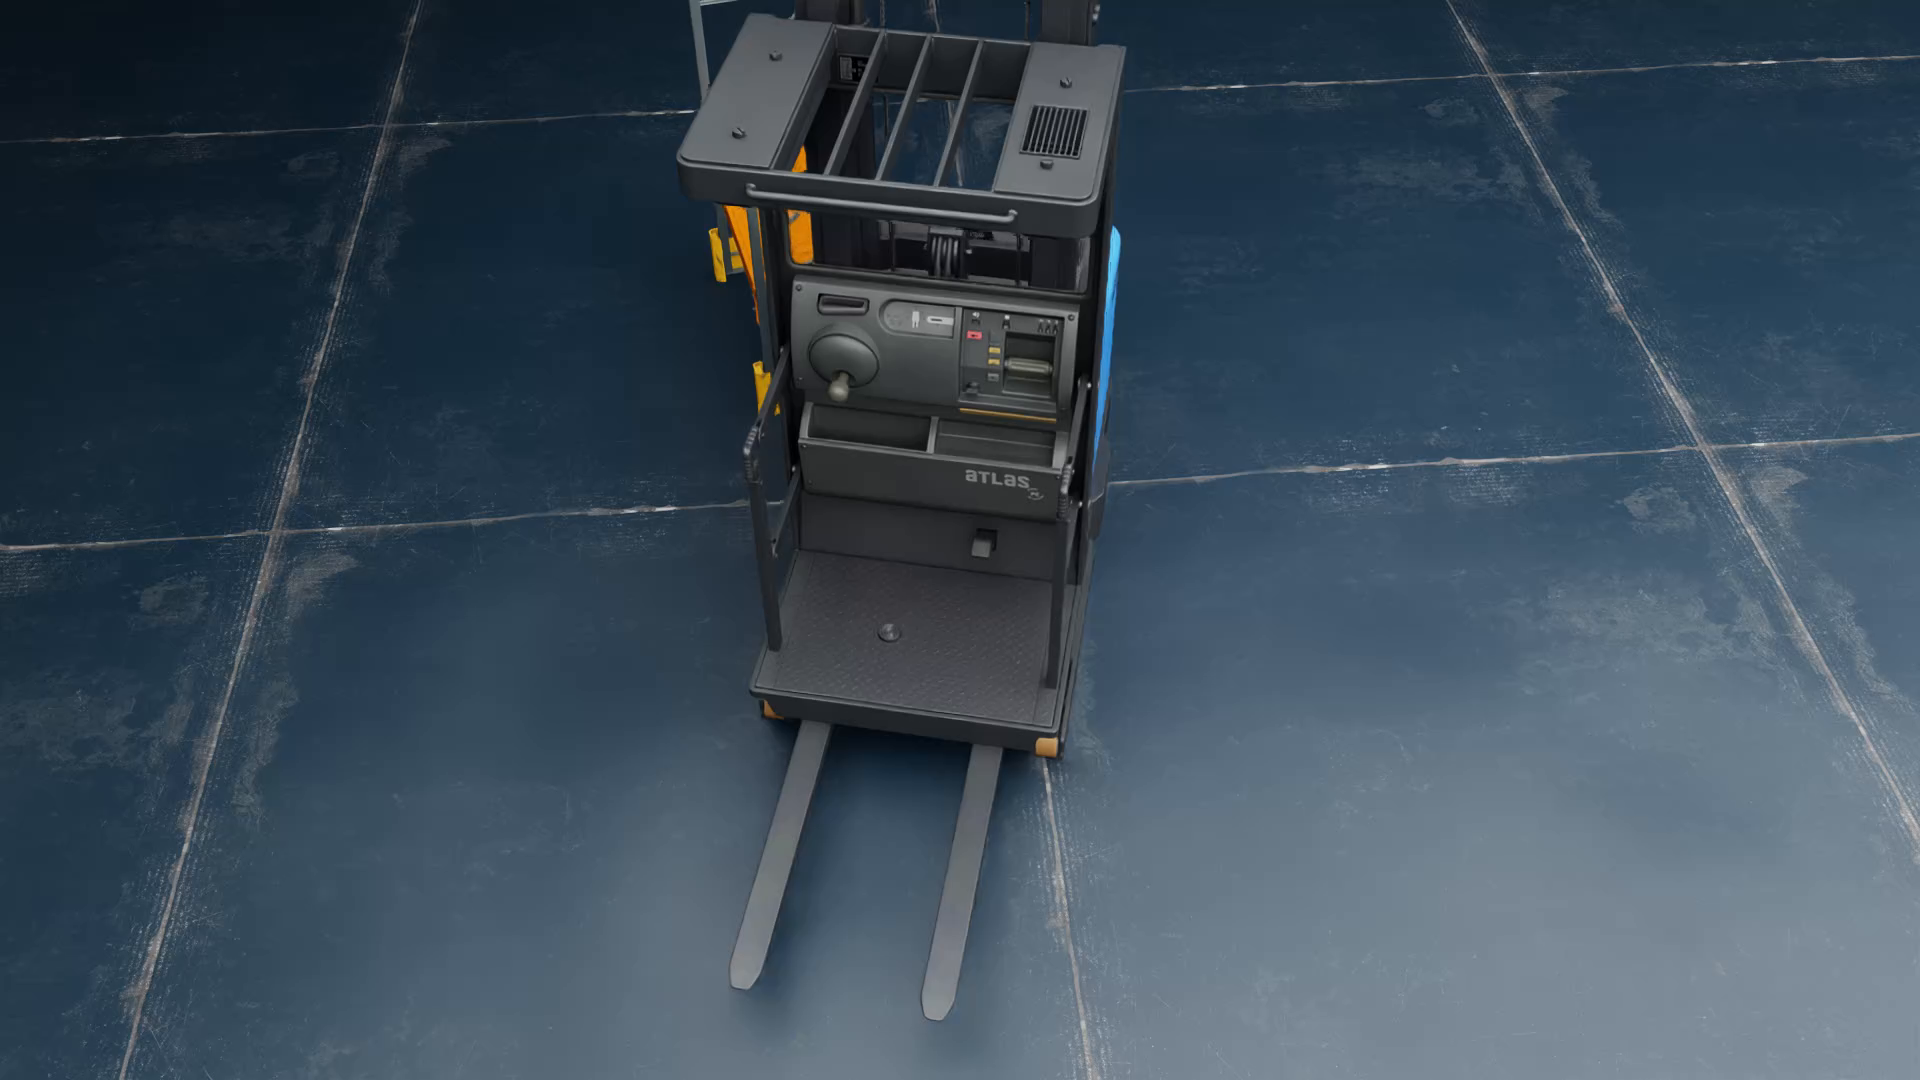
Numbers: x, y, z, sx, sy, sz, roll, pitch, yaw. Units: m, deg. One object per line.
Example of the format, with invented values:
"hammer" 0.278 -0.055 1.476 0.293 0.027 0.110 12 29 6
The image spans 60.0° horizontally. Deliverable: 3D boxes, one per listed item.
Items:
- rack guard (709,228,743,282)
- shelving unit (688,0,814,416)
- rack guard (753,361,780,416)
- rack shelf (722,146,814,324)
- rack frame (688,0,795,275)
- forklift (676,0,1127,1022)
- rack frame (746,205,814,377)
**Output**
"rack guard" -0.886 -1.400 7.903 0.587 0.250 0.087 -12 48 -11
"shelving unit" -0.741 -1.483 7.122 0.587 1.500 1.083 -12 48 -11
"rack guard" -0.597 -0.707 7.248 0.587 0.250 0.087 -12 48 -11
"rack shelf" -0.744 -1.366 7.258 0.538 0.185 1.000 -12 48 -11
"rack frame" -0.891 -1.843 7.462 0.500 1.500 0.032 -12 48 -11
"forklift" -0.122 -0.515 5.219 1.130 2.935 3.031 7 47 7
"rack frame" -0.597 -1.136 6.793 0.500 1.500 0.032 -12 48 -11
